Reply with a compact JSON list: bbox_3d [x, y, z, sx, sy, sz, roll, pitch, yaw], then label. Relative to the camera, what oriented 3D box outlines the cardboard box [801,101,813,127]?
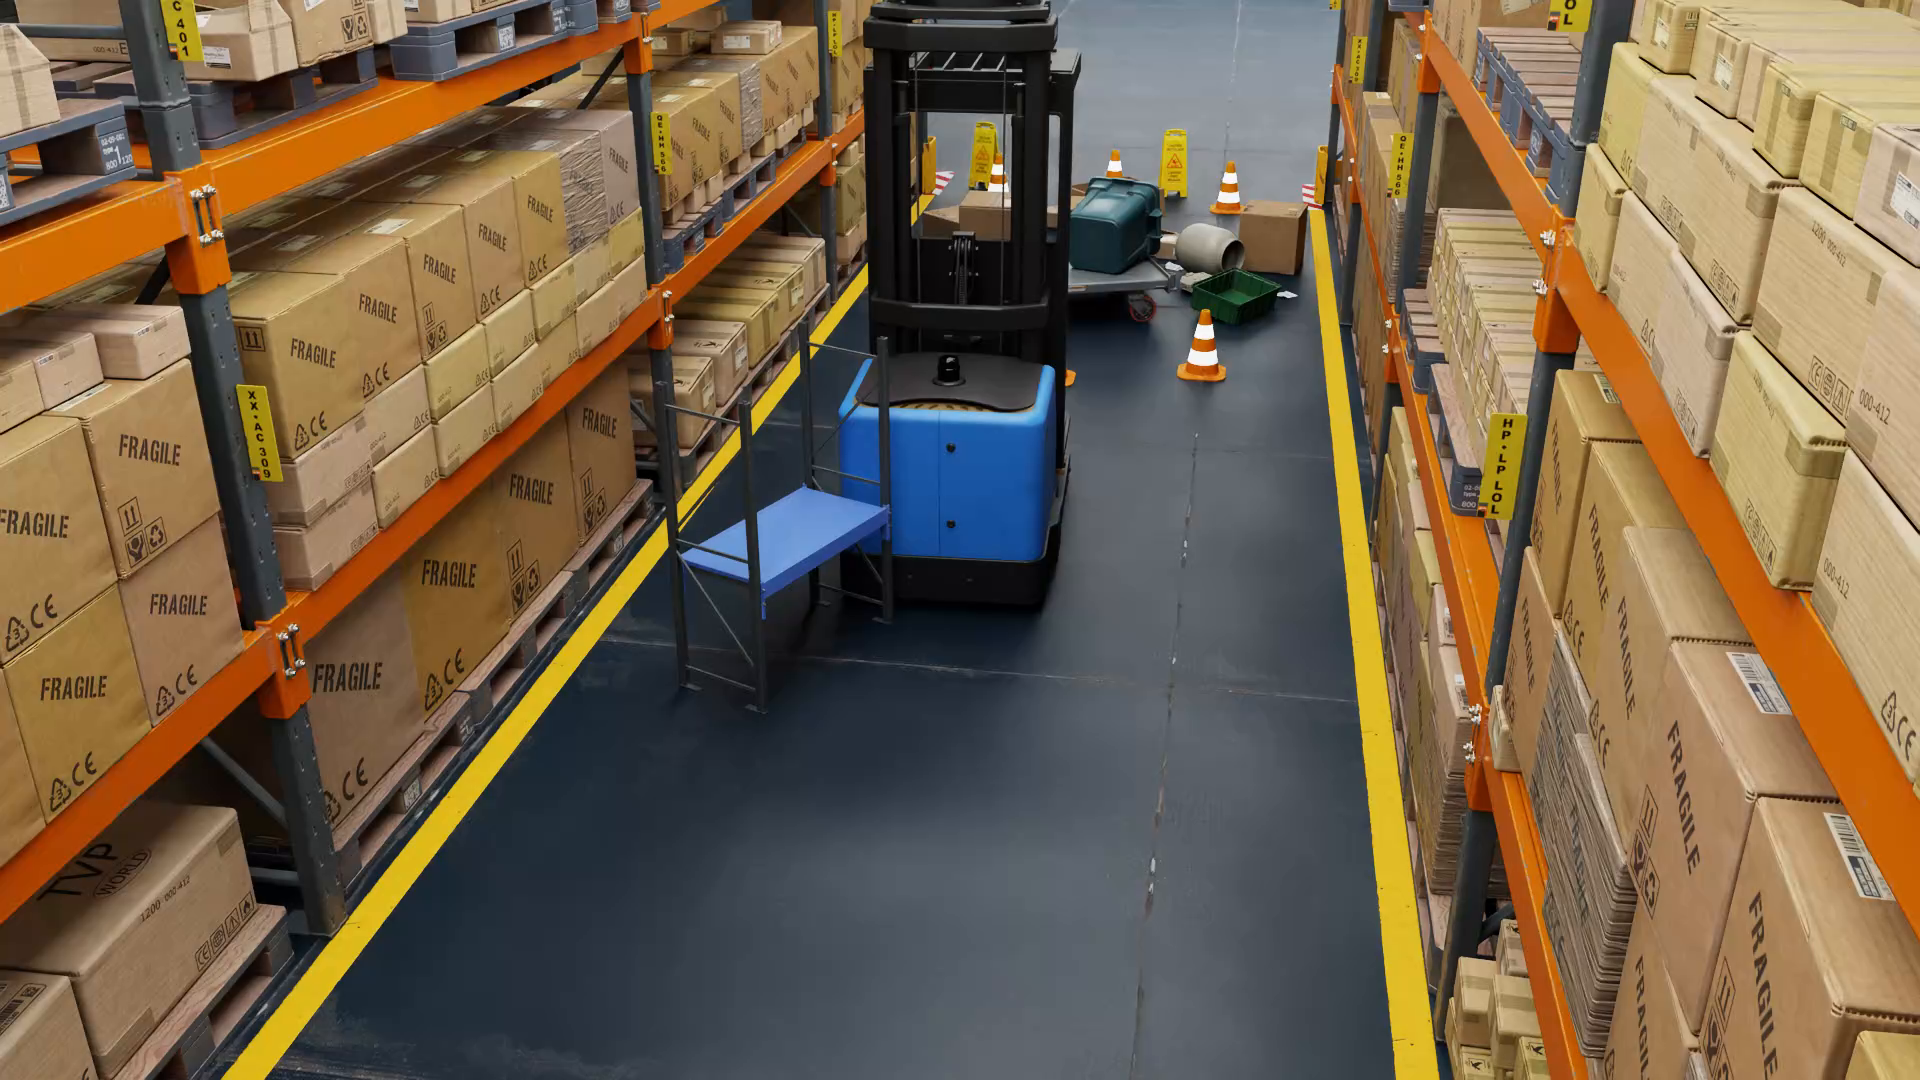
[{"bbox_3d":[-1.294,-3.138,12.216,0.380,0.149,0.250,4,25,9],"label":"cardboard box"}]

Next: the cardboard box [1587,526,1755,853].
[{"bbox_3d":[1.614,0.317,3.387,0.500,0.500,0.500,4,25,9],"label":"cardboard box"}]

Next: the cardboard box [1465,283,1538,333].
[{"bbox_3d":[2.285,-0.938,6.815,0.380,0.149,0.250,5,26,10],"label":"cardboard box"}]

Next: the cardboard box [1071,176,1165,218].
[{"bbox_3d":[1.383,-2.928,14.911,0.797,0.503,0.637,-14,29,-27],"label":"cardboard box"}]

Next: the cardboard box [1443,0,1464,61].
[{"bbox_3d":[2.334,-2.296,6.960,0.500,0.500,0.500,4,25,9],"label":"cardboard box"}]

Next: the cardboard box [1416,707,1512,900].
[{"bbox_3d":[1.983,0.966,6.101,0.500,0.500,0.500,4,25,8],"label":"cardboard box"}]

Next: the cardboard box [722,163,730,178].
[{"bbox_3d":[-1.694,-2.390,10.618,0.380,0.149,0.250,5,26,11],"label":"cardboard box"}]

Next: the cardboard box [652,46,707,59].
[{"bbox_3d":[-2.017,-3.074,11.315,0.500,0.500,0.500,4,25,8],"label":"cardboard box"}]

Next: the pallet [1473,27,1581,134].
[{"bbox_3d":[2.483,-1.607,5.828,1.213,0.211,1.003,4,25,9],"label":"pallet"}]

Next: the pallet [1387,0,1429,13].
[{"bbox_3d":[2.817,-2.868,8.523,1.213,0.211,1.003,5,26,11],"label":"pallet"}]

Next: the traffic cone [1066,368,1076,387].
[{"bbox_3d":[0.636,-1.340,11.567,0.336,0.463,0.334,4,25,9],"label":"traffic cone"}]

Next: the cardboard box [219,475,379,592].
[{"bbox_3d":[-2.457,-0.047,5.990,0.500,0.250,0.500,3,25,7],"label":"cardboard box"}]

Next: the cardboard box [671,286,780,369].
[{"bbox_3d":[-1.791,-1.484,11.487,0.950,0.372,0.625,5,26,10],"label":"cardboard box"}]

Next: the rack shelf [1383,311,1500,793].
[{"bbox_3d":[2.438,-0.159,6.901,1.077,0.370,4.000,4,25,9],"label":"rack shelf"}]

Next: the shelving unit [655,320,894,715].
[{"bbox_3d":[-0.823,-0.128,7.754,0.538,1.500,1.048,15,29,29],"label":"shelving unit"}]

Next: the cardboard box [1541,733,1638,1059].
[{"bbox_3d":[1.590,0.776,3.584,0.500,0.500,0.500,3,25,7],"label":"cardboard box"}]

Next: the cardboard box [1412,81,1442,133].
[{"bbox_3d":[3.011,-2.433,9.613,0.700,0.500,0.500,4,25,8],"label":"cardboard box"}]

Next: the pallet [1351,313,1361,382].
[{"bbox_3d":[3.366,-1.404,12.000,1.003,0.211,1.213,4,25,9],"label":"pallet"}]

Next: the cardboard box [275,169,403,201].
[{"bbox_3d":[-2.715,-1.297,7.185,0.500,0.500,0.500,4,25,9],"label":"cardboard box"}]

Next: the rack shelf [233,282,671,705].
[{"bbox_3d":[-2.462,-0.460,7.543,1.077,0.370,4.000,4,25,9],"label":"rack shelf"}]

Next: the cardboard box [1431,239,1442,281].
[{"bbox_3d":[2.487,-1.345,8.035,0.380,0.149,0.250,5,26,11],"label":"cardboard box"}]

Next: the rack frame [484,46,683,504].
[{"bbox_3d":[-2.136,-1.622,9.178,1.000,3.000,0.127,4,25,9],"label":"rack frame"}]

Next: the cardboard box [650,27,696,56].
[{"bbox_3d":[-1.984,-3.326,11.087,0.380,0.149,0.250,5,26,11],"label":"cardboard box"}]

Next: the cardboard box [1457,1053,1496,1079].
[{"bbox_3d":[1.691,1.693,4.961,0.380,0.149,0.250,5,26,10],"label":"cardboard box"}]

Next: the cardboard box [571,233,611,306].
[{"bbox_3d":[-2.044,-1.346,8.175,0.500,0.250,0.500,3,25,7],"label":"cardboard box"}]

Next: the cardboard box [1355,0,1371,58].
[{"bbox_3d":[3.488,-3.942,12.682,0.875,0.550,0.550,4,25,9],"label":"cardboard box"}]

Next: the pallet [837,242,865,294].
[{"bbox_3d":[-1.407,-2.316,13.948,1.003,0.211,1.213,4,25,9],"label":"pallet"}]

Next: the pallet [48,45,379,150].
[{"bbox_3d":[-2.688,-1.608,5.835,0.805,0.209,1.217,3,25,6],"label":"pallet"}]

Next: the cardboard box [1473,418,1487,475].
[{"bbox_3d":[2.146,-0.339,6.238,0.380,0.149,0.250,3,25,6],"label":"cardboard box"}]

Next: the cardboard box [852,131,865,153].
[{"bbox_3d":[-0.957,-3.365,13.999,0.380,0.149,0.250,5,26,11],"label":"cardboard box"}]

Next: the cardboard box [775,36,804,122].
[{"bbox_3d":[-1.411,-3.249,11.689,0.500,0.500,0.500,4,25,9],"label":"cardboard box"}]

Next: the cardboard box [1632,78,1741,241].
[{"bbox_3d":[1.709,-0.773,3.412,0.500,0.250,0.500,4,25,8],"label":"cardboard box"}]

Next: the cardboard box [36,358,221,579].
[{"bbox_3d":[-2.594,-0.231,4.908,0.500,0.500,0.500,4,25,8],"label":"cardboard box"}]

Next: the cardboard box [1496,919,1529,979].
[{"bbox_3d":[1.850,1.312,5.074,0.380,0.149,0.250,5,26,11],"label":"cardboard box"}]

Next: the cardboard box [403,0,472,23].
[{"bbox_3d":[-2.145,-2.177,6.488,0.396,0.266,0.258,6,26,13],"label":"cardboard box"}]

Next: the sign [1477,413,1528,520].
[{"bbox_3d":[1.563,-0.210,4.795,0.100,0.325,0.005,4,25,9],"label":"sign"}]

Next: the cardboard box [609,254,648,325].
[{"bbox_3d":[-1.962,-1.325,8.719,0.500,0.250,0.500,3,25,7],"label":"cardboard box"}]

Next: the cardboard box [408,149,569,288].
[{"bbox_3d":[-2.125,-1.464,7.542,0.500,0.500,0.500,4,25,9],"label":"cardboard box"}]

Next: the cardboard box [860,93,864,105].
[{"bbox_3d":[-1.023,-3.728,13.973,0.380,0.149,0.250,4,25,8],"label":"cardboard box"}]

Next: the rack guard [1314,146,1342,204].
[{"bbox_3d":[4.076,-3.546,16.235,1.175,0.500,0.348,4,25,9],"label":"rack guard"}]

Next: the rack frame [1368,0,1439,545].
[{"bbox_3d":[2.764,-1.322,8.536,1.000,3.000,0.127,4,25,9],"label":"rack frame"}]

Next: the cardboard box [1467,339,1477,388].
[{"bbox_3d":[2.238,-0.693,6.642,0.380,0.149,0.250,5,26,10],"label":"cardboard box"}]

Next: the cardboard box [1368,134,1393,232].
[{"bbox_3d":[2.817,-2.206,10.307,0.500,0.500,0.500,4,25,9],"label":"cardboard box"}]

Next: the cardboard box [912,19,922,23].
[{"bbox_3d":[-0.645,-4.902,15.716,0.500,0.500,0.500,4,25,8],"label":"cardboard box"}]

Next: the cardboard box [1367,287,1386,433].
[{"bbox_3d":[3.092,-1.107,10.236,1.050,0.750,0.750,4,25,9],"label":"cardboard box"}]

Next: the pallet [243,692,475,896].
[{"bbox_3d":[-2.737,0.985,6.896,1.003,0.211,1.213,4,25,9],"label":"pallet"}]

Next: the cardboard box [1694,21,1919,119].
[{"bbox_3d":[1.674,-0.916,3.246,0.380,0.149,0.250,3,25,7],"label":"cardboard box"}]

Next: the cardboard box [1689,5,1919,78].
[{"bbox_3d":[1.762,-1.021,3.472,0.380,0.149,0.250,4,25,8],"label":"cardboard box"}]

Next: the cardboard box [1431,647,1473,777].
[{"bbox_3d":[1.983,0.624,5.946,0.500,0.250,0.500,3,25,7],"label":"cardboard box"}]

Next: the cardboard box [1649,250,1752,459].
[{"bbox_3d":[1.597,-0.338,3.071,0.500,0.250,0.500,5,26,11],"label":"cardboard box"}]

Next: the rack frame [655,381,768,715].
[{"bbox_3d":[-1.093,0.055,7.364,0.500,1.500,0.032,15,29,29],"label":"rack frame"}]

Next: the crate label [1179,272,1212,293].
[{"bbox_3d":[1.947,-2.089,13.551,0.298,0.136,0.250,-14,29,-27],"label":"crate label"}]

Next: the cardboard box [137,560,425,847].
[{"bbox_3d":[-2.767,0.558,6.531,0.875,0.875,0.875,5,26,10],"label":"cardboard box"}]

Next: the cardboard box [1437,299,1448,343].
[{"bbox_3d":[2.405,-1.000,7.649,0.380,0.149,0.250,5,26,11],"label":"cardboard box"}]

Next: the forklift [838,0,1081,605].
[{"bbox_3d":[0.074,-1.593,9.195,1.130,2.935,3.031,3,25,6],"label":"forklift"}]

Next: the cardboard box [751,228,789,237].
[{"bbox_3d":[-1.650,-2.506,13.814,0.500,0.250,0.500,5,26,11],"label":"cardboard box"}]
